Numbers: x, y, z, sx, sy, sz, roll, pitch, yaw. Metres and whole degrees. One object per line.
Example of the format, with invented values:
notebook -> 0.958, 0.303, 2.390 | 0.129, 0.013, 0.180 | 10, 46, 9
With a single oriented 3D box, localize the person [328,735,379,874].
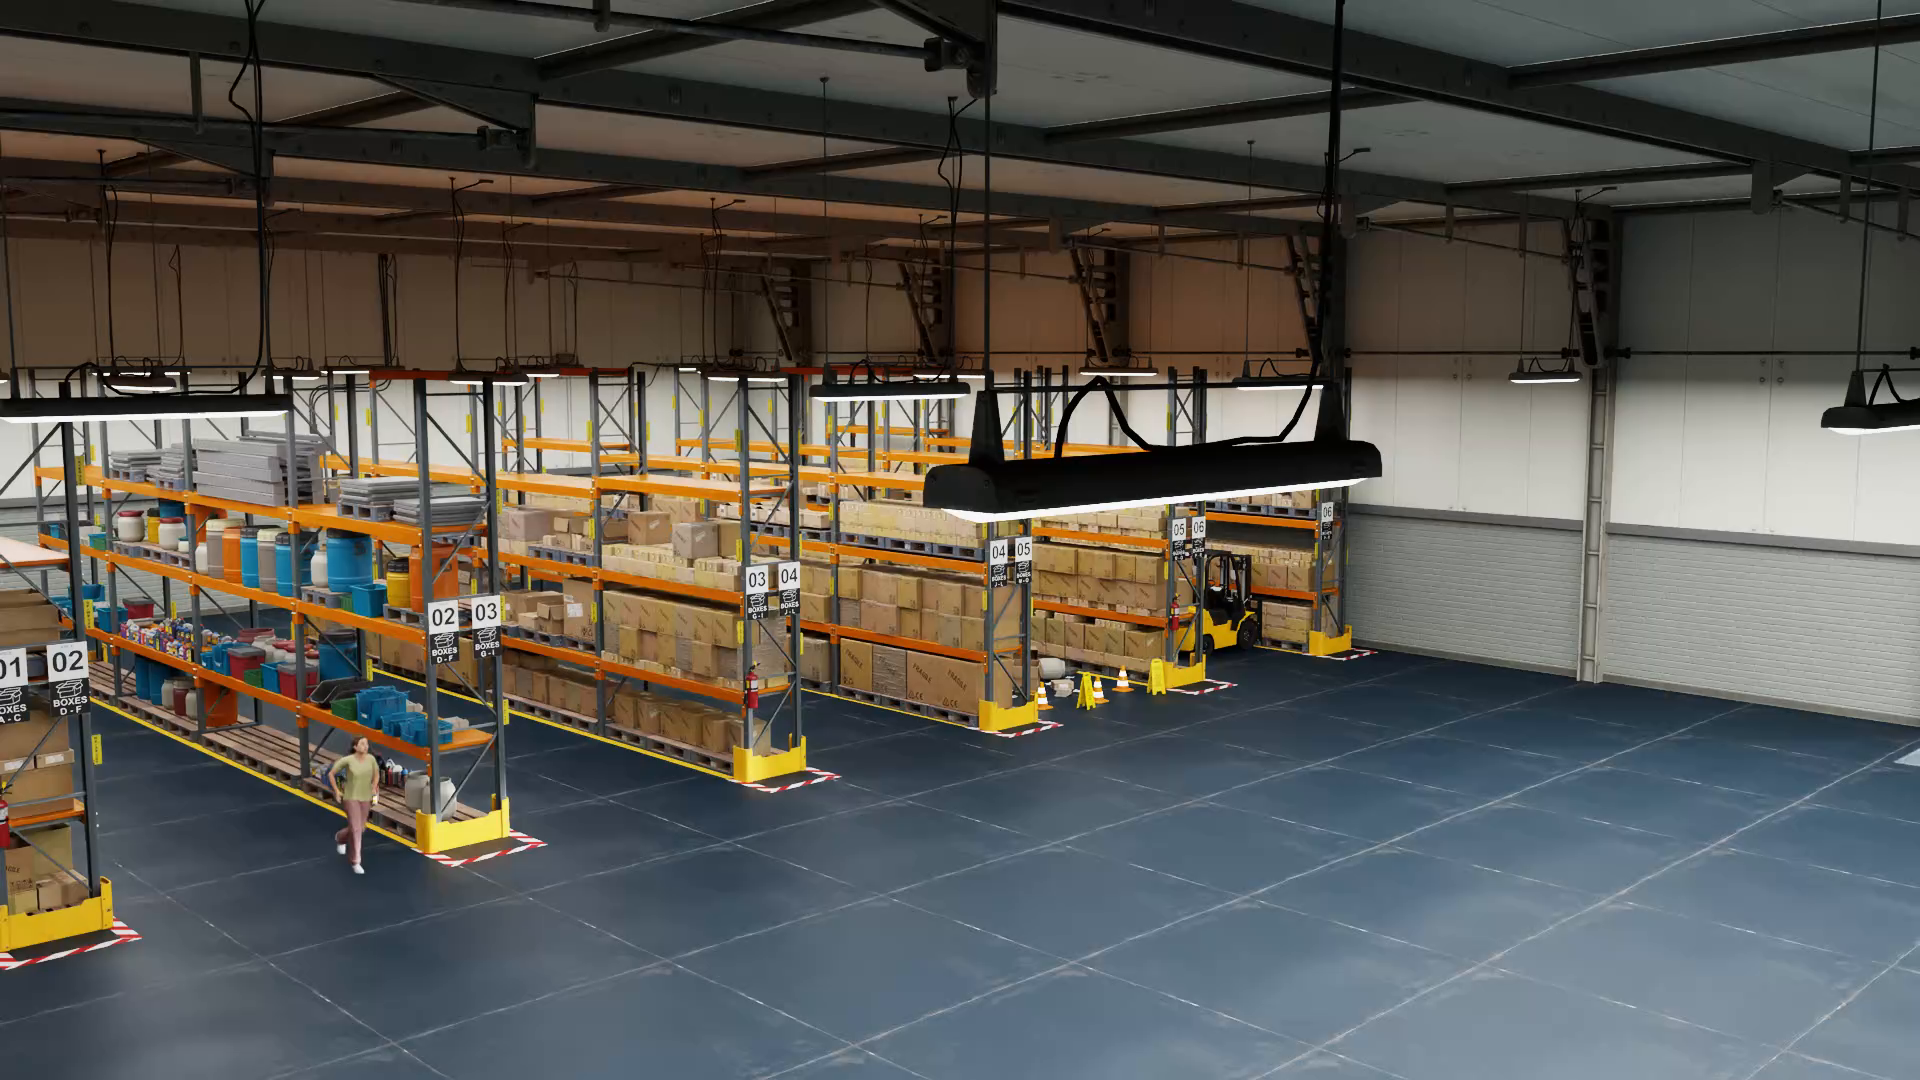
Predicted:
person -> -7.463, 3.223, 20.573 | 0.613, 1.654, 0.814 | -6, 9, -44
